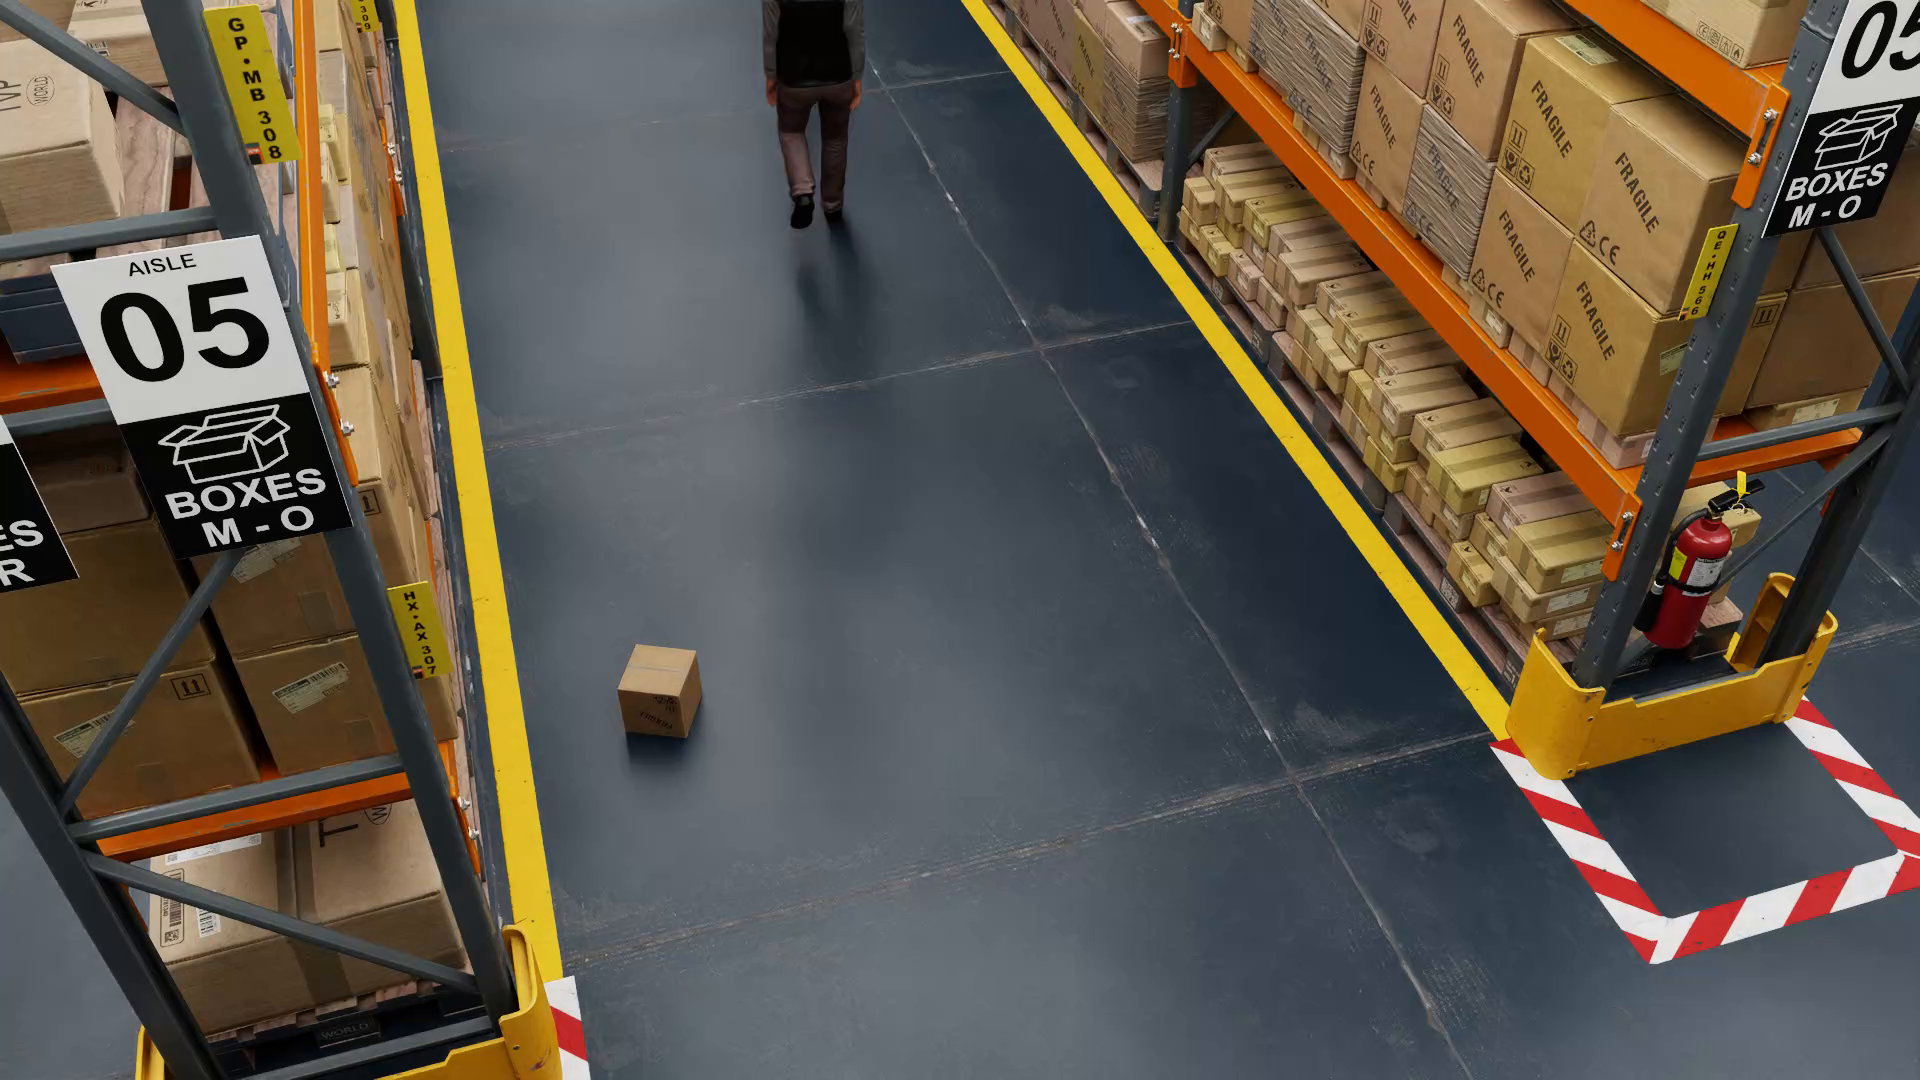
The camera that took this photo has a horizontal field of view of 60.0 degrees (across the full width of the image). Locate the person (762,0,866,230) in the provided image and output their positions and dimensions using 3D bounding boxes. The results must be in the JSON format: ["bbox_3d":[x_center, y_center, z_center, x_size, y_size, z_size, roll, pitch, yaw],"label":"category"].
[{"bbox_3d":[-0.768,-2.444,8.861,0.543,1.709,0.597,-4,42,-5],"label":"person"}]
